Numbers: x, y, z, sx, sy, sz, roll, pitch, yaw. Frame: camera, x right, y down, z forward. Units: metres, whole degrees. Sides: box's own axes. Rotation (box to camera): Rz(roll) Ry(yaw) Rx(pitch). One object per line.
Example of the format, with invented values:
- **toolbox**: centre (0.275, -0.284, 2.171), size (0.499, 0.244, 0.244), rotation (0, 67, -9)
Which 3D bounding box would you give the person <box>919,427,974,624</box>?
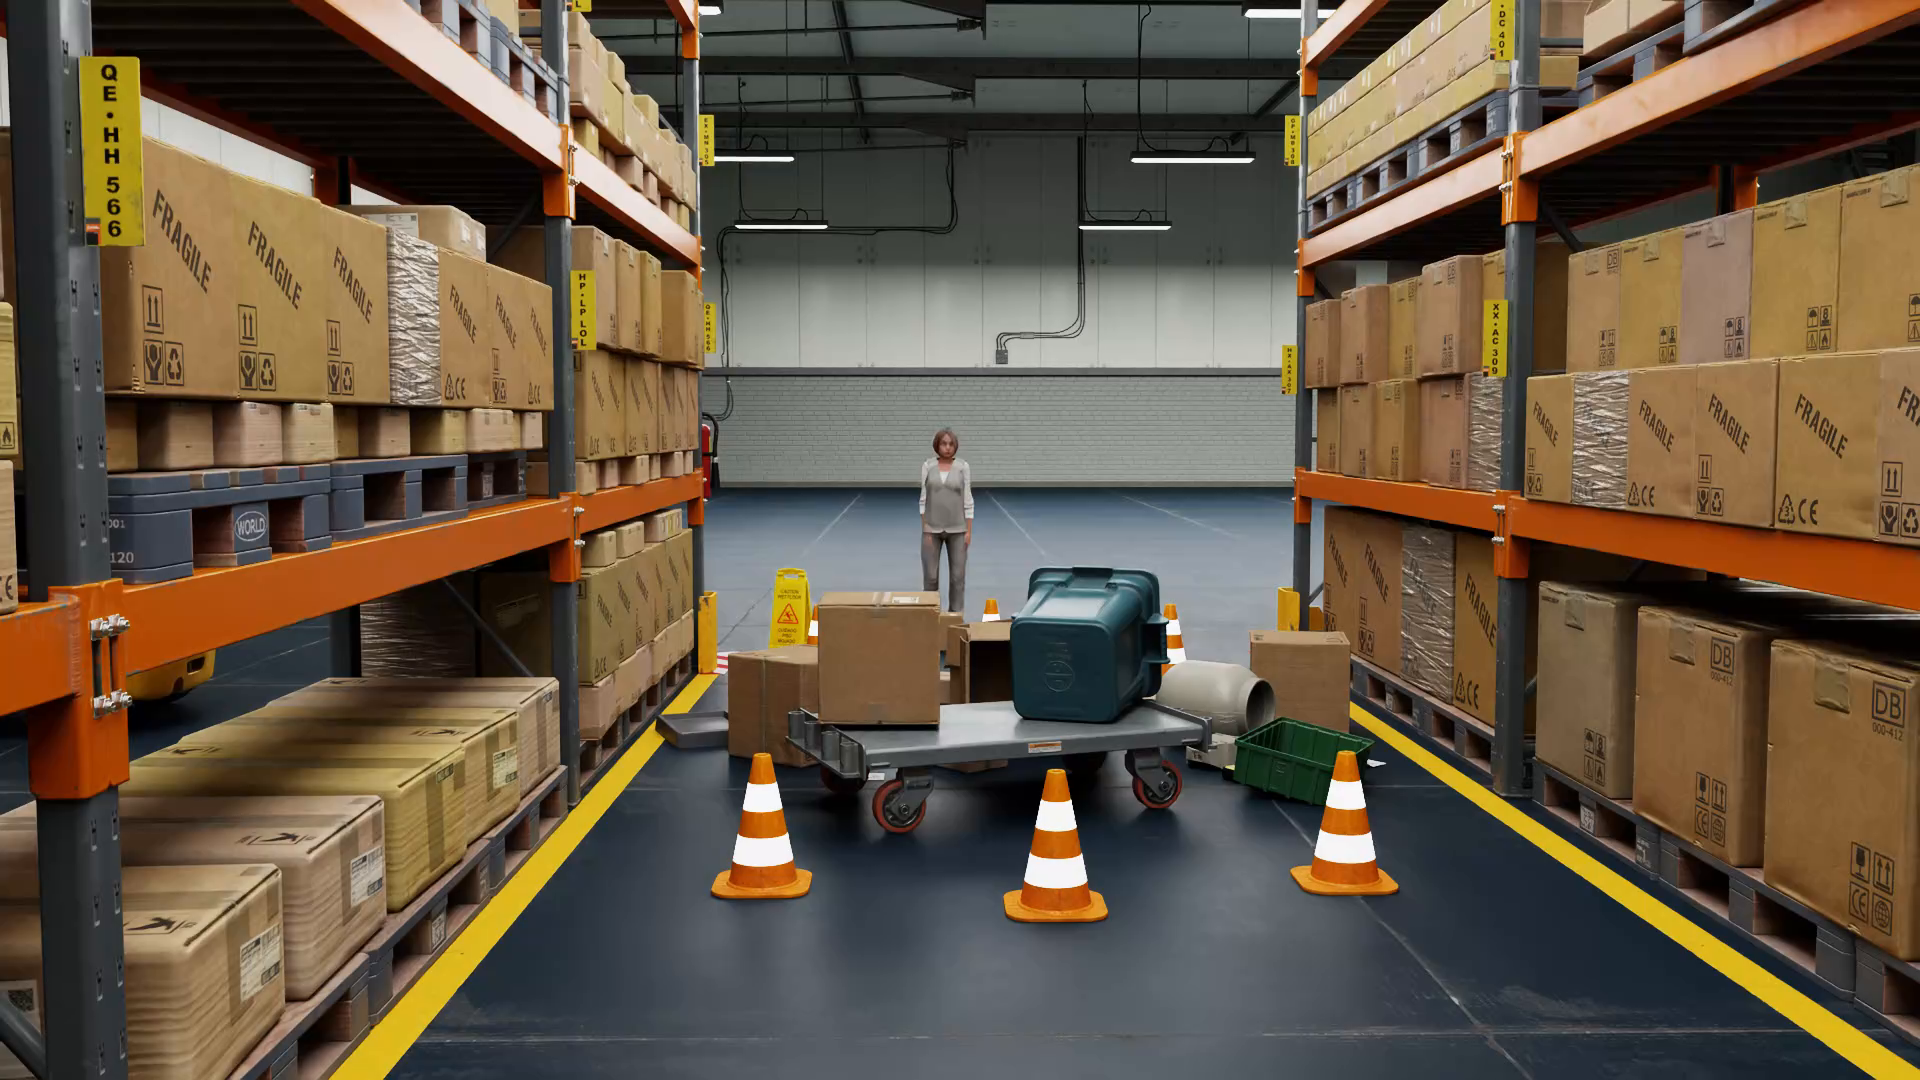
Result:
- **person**: centre (-0.100, -0.044, 12.401), size (0.406, 1.596, 0.307), rotation (0, 4, 0)
